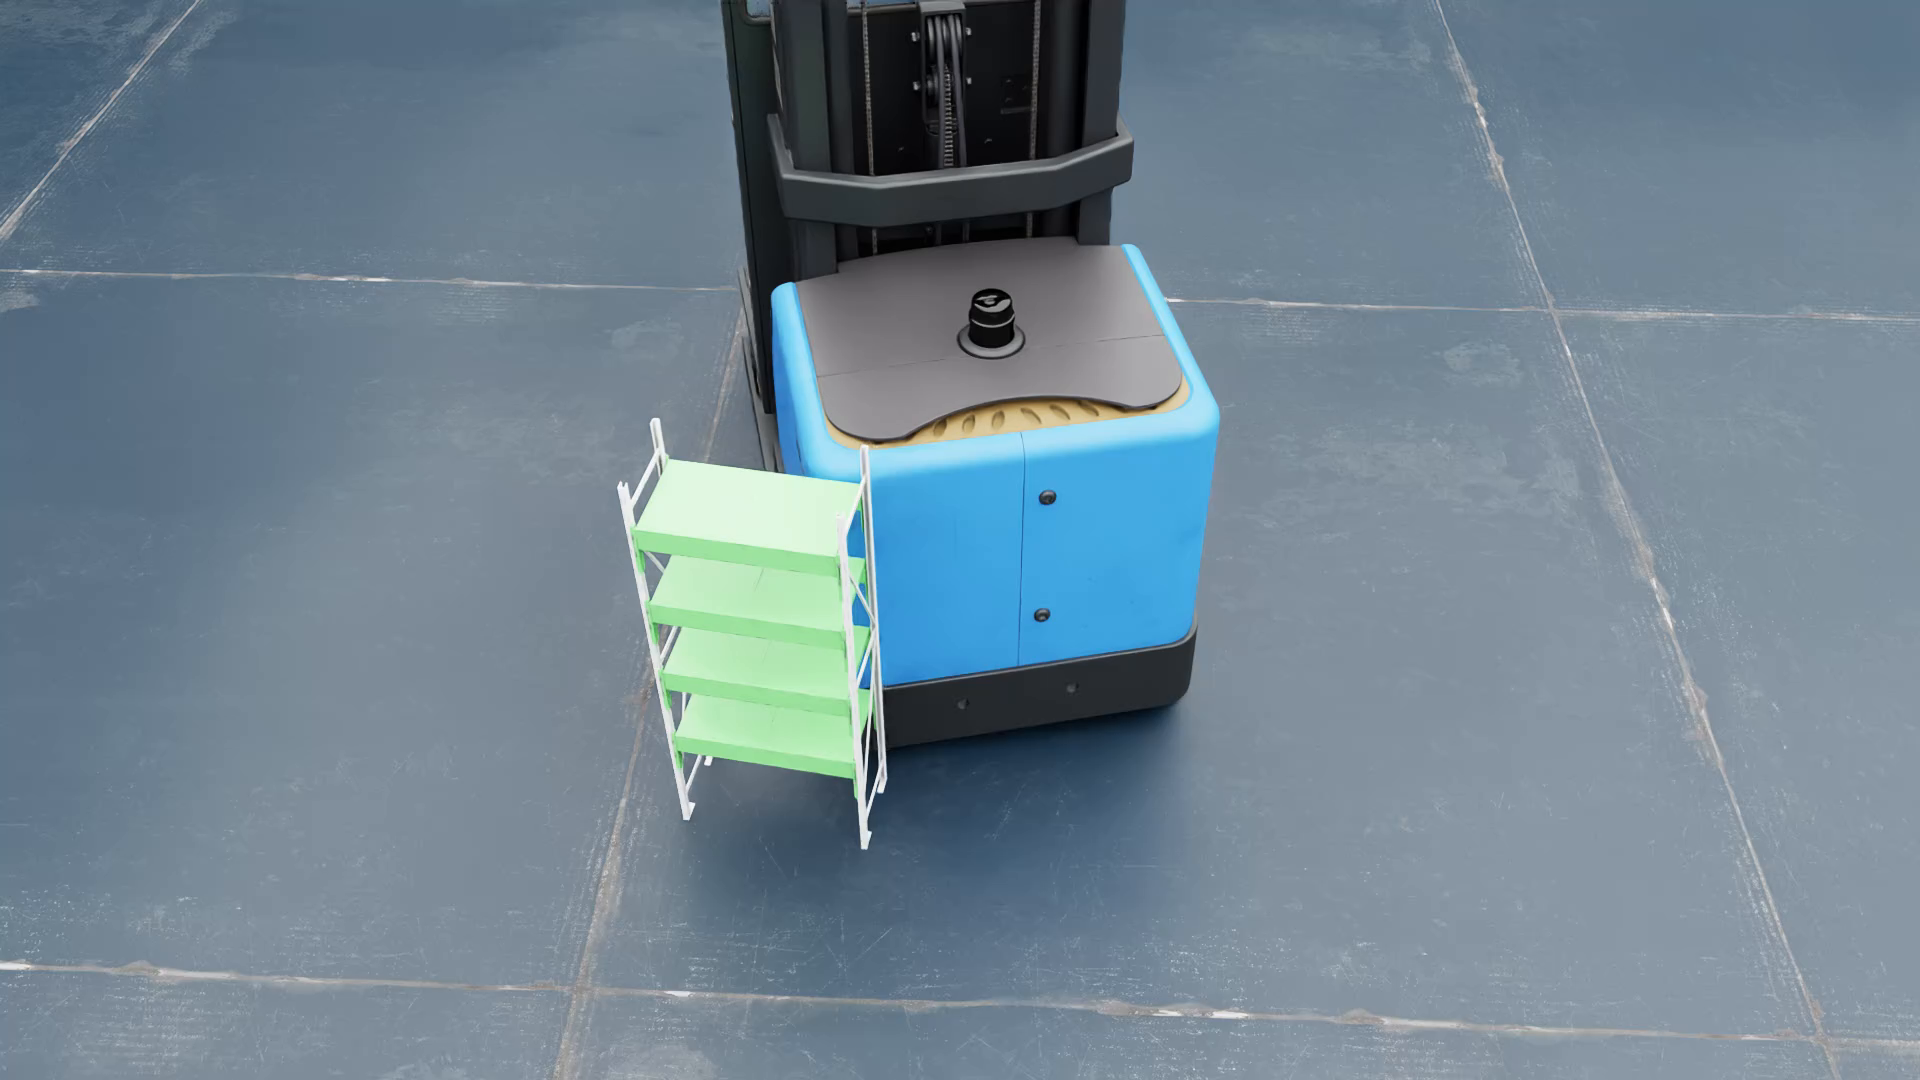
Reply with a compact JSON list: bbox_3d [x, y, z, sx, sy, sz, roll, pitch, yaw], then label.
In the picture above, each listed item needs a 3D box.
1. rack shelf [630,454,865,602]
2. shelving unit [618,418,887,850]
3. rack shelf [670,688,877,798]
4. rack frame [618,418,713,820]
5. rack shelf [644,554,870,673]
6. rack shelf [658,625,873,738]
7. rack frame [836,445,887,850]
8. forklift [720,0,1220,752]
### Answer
[{"bbox_3d":[-0.473,-0.030,3.787,0.480,0.148,0.258,8,45,8],"label":"rack shelf"},{"bbox_3d":[-0.471,0.269,4.077,0.503,1.200,0.258,8,45,8],"label":"shelving unit"},{"bbox_3d":[-0.470,0.487,4.289,0.480,0.148,0.258,8,45,8],"label":"rack shelf"},{"bbox_3d":[-0.711,0.236,4.112,0.015,1.200,0.240,8,45,8],"label":"rack frame"},{"bbox_3d":[-0.472,0.143,3.954,0.480,0.148,0.258,8,45,8],"label":"rack shelf"},{"bbox_3d":[-0.471,0.315,4.121,0.480,0.148,0.258,8,45,8],"label":"rack shelf"},{"bbox_3d":[-0.232,0.301,4.042,0.015,1.200,0.240,8,45,8],"label":"rack frame"},{"bbox_3d":[-0.143,-1.511,4.722,1.130,2.935,3.031,-8,44,-8],"label":"forklift"}]
